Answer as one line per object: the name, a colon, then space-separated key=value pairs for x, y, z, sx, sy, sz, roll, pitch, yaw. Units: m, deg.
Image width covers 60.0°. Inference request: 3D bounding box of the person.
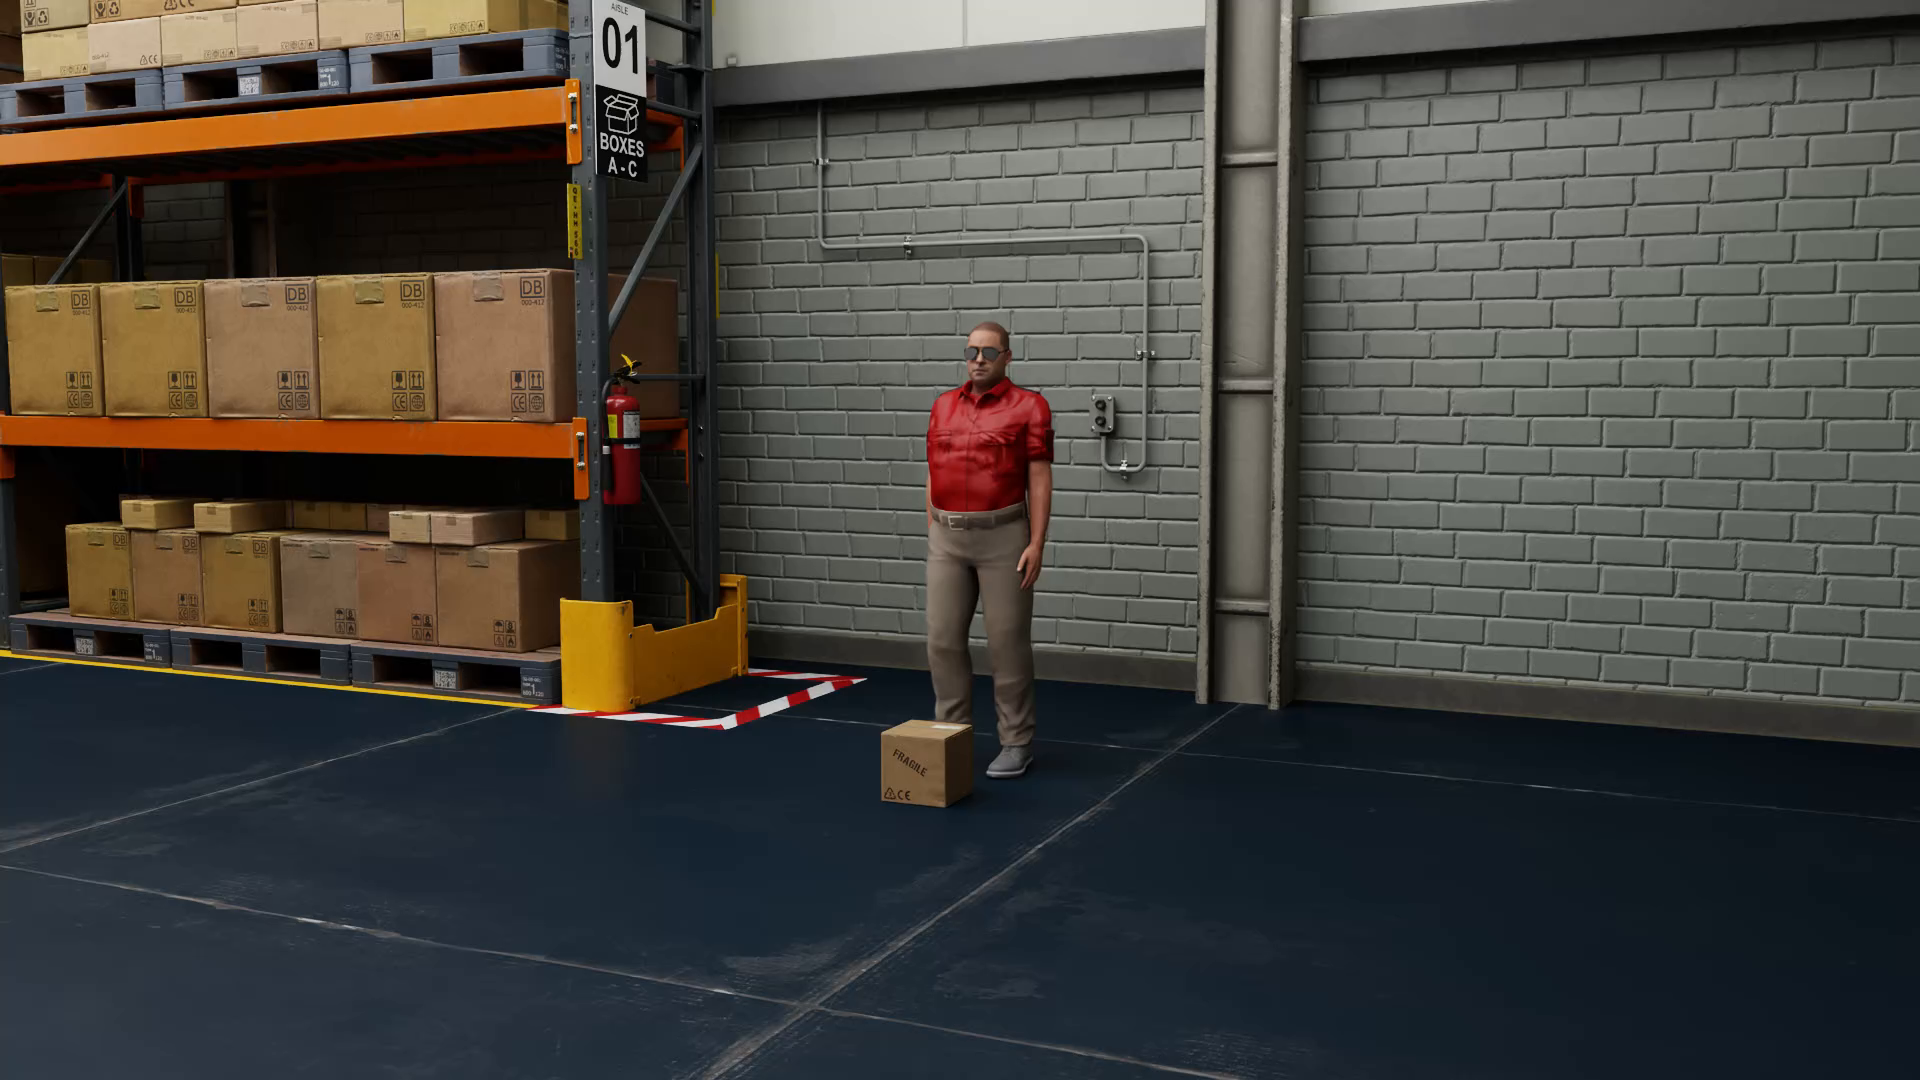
person: x=0.087 y=0.031 z=6.344 sx=0.527 sy=1.722 sz=0.356 roll=3 pitch=6 yaw=25
